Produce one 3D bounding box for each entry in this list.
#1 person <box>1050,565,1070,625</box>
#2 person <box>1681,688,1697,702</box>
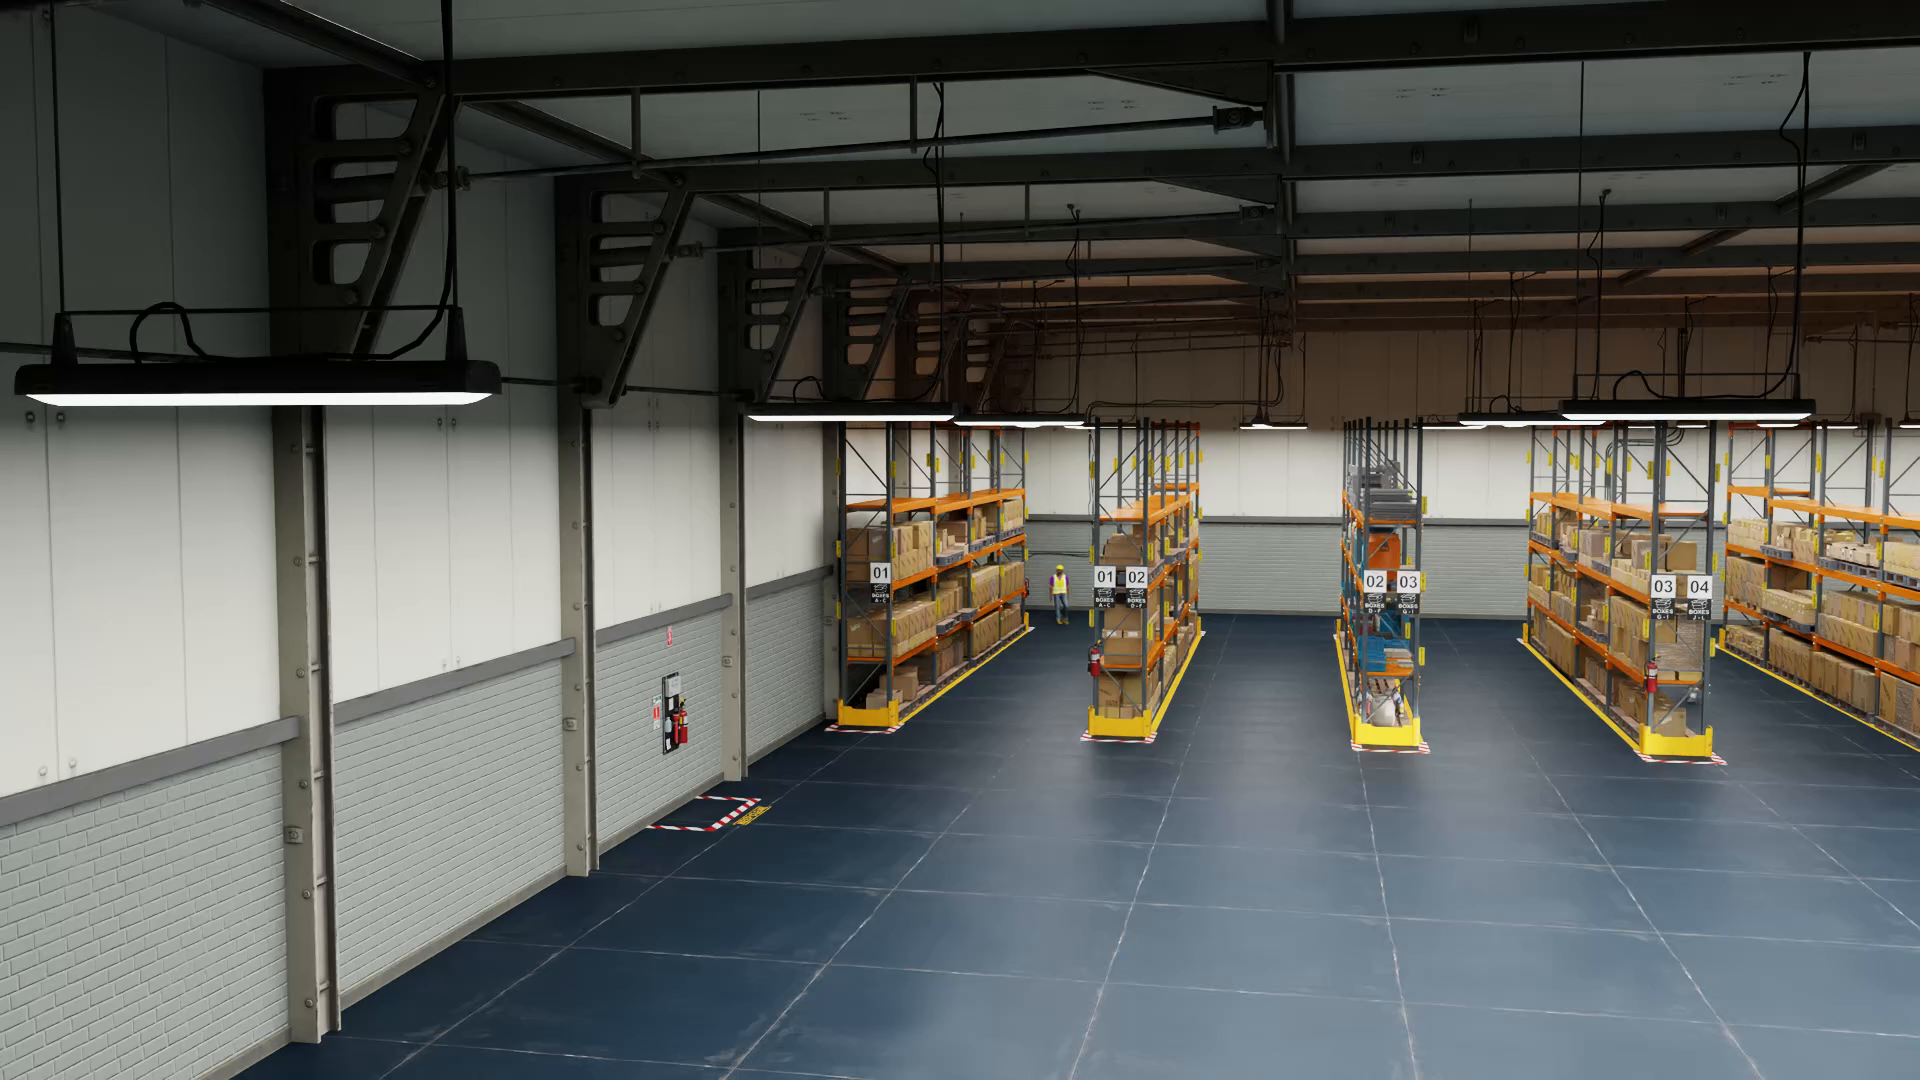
[{"bbox_3d":[2.969,1.666,49.502,0.608,1.839,0.538,-1,4,-14],"label":"person"},{"bbox_3d":[15.547,2.526,35.409,0.476,1.789,0.632,-1,4,-15],"label":"person"}]
